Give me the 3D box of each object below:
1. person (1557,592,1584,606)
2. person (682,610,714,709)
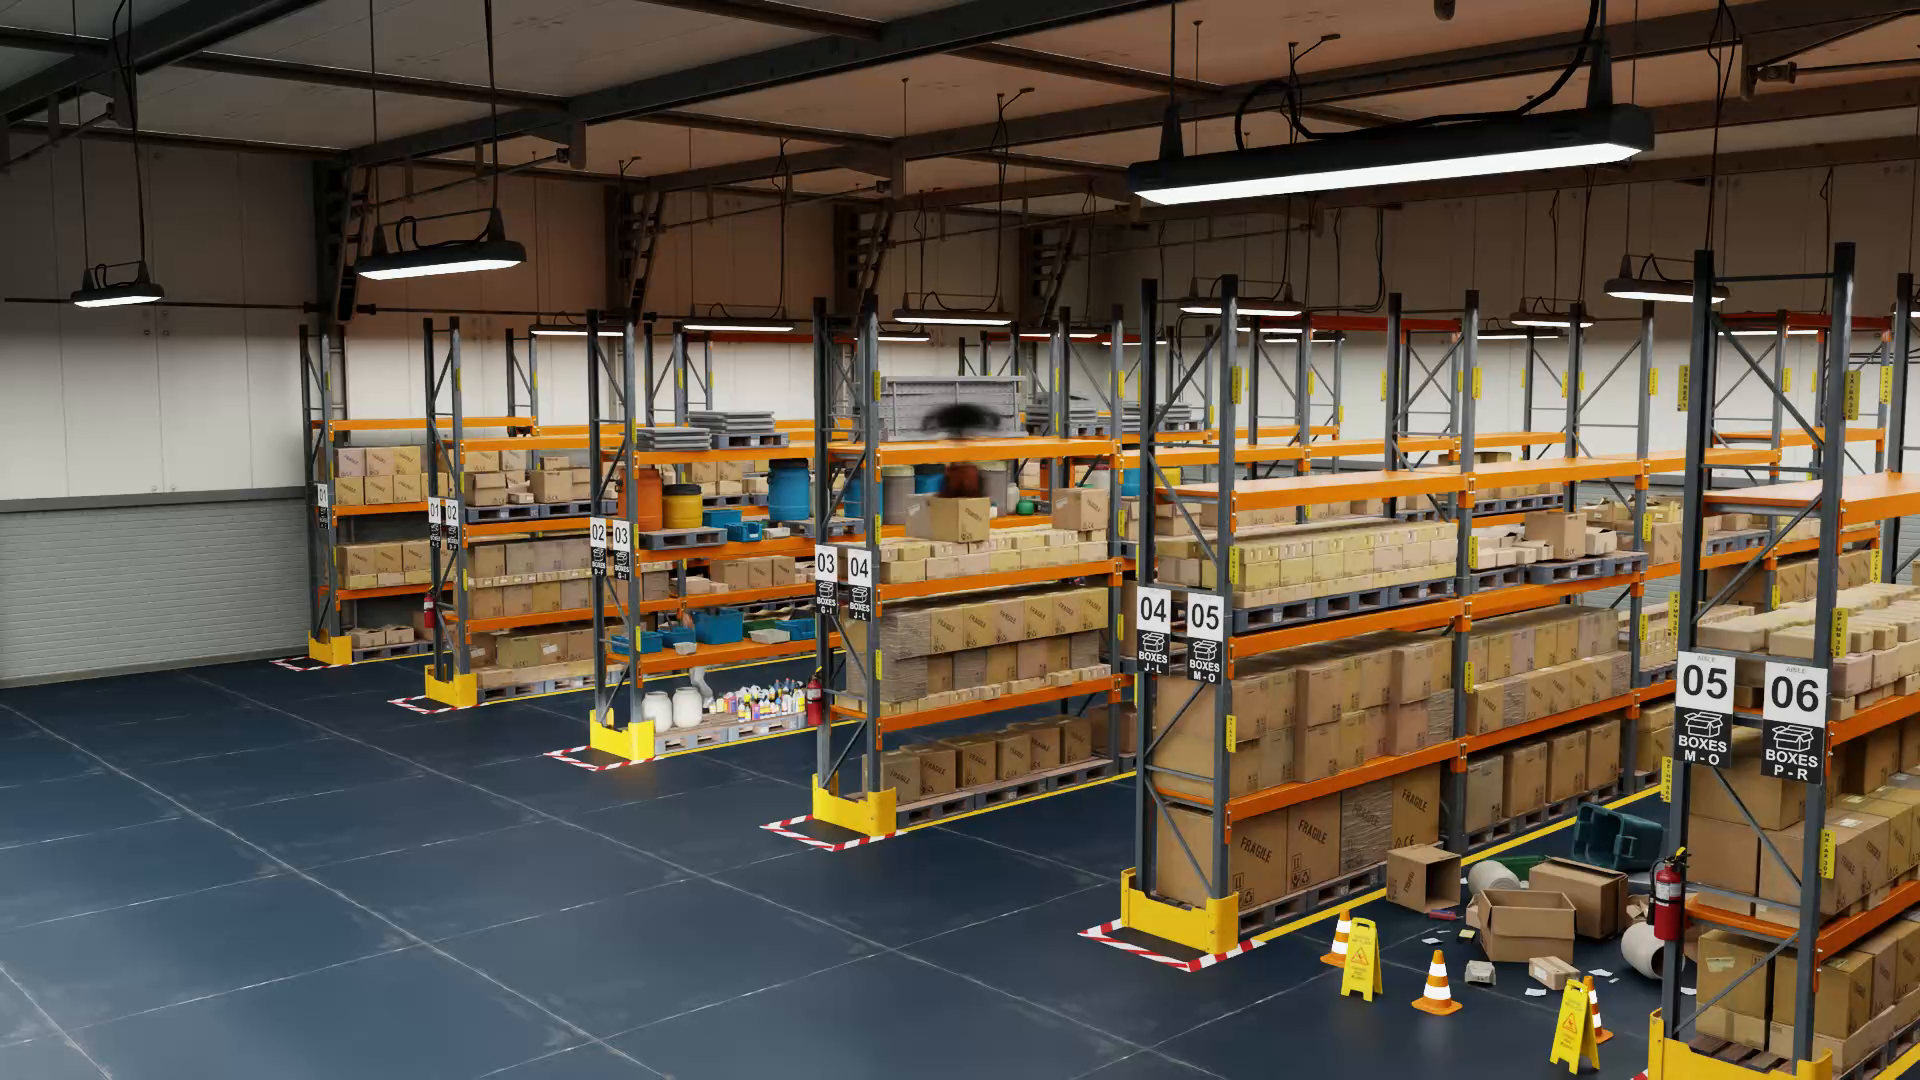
[{"bbox_3d":[11.798,1.091,32.449,0.666,1.598,0.702,1,6,13],"label":"person"},{"bbox_3d":[-4.014,1.829,25.334,0.571,1.563,0.801,3,7,30],"label":"person"}]
